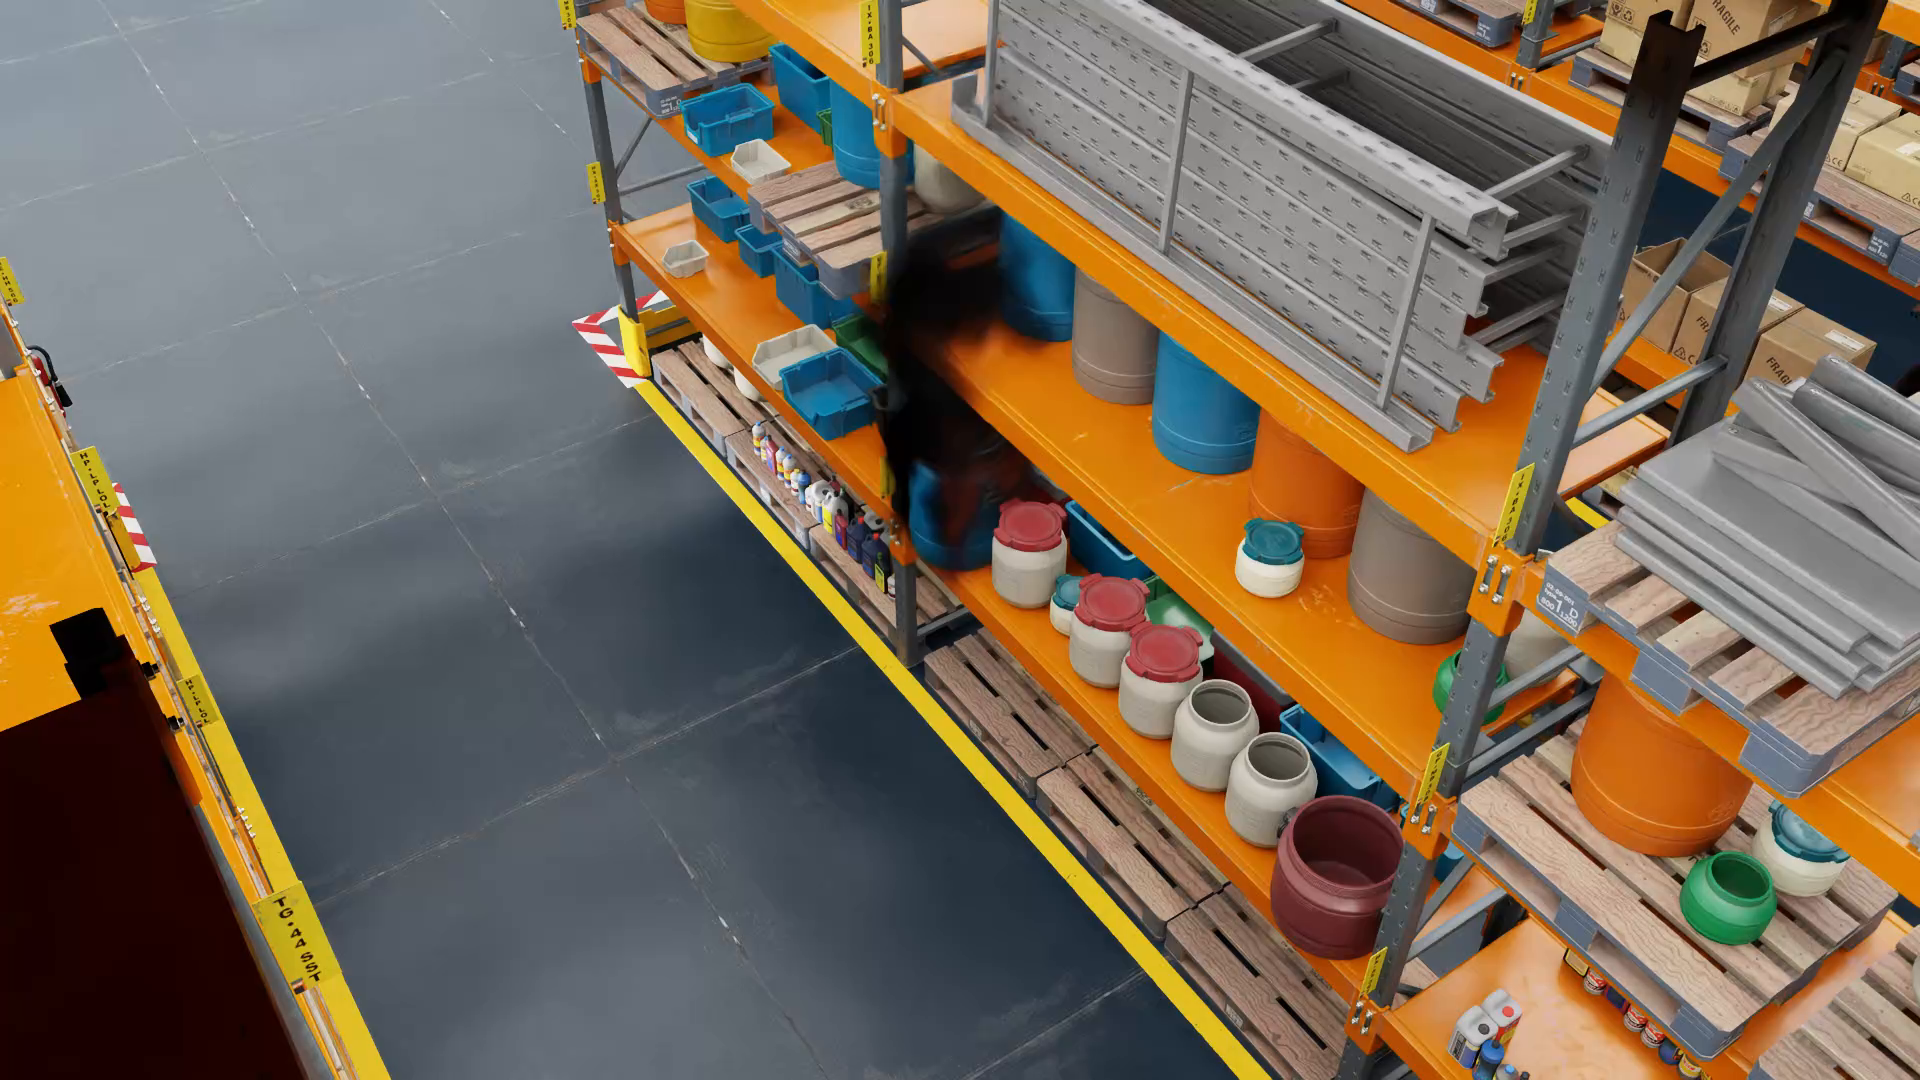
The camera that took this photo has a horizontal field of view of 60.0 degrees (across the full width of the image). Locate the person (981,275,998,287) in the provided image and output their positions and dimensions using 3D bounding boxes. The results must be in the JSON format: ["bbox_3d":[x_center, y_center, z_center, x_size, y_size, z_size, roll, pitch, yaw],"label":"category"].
[{"bbox_3d":[0.206,-2.224,12.489,0.626,1.898,0.753,-32,51,-30],"label":"person"}]

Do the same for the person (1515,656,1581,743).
[{"bbox_3d":[3.587,0.645,9.376,0.690,1.770,0.769,-25,48,-25],"label":"person"}]

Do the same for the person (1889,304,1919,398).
[{"bbox_3d":[7.062,-1.232,11.835,0.648,1.712,0.934,-32,51,-30],"label":"person"}]
